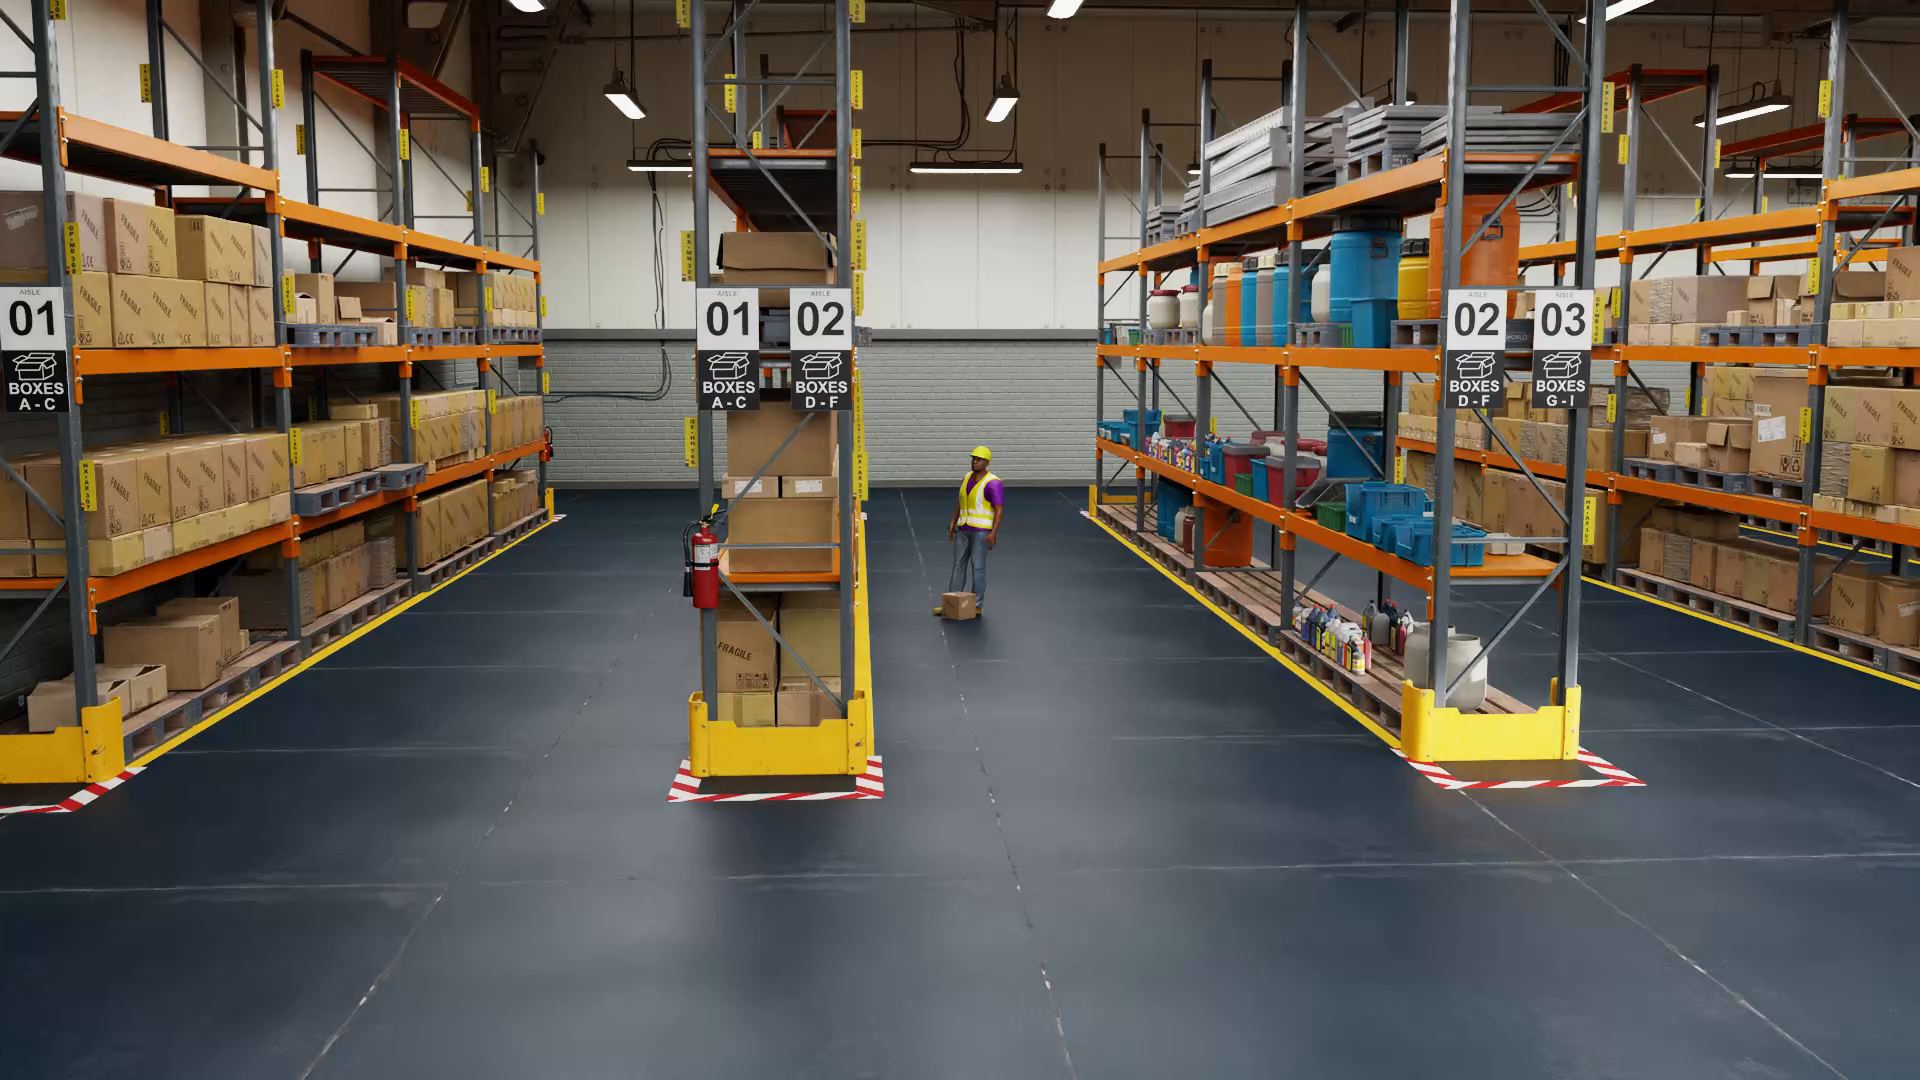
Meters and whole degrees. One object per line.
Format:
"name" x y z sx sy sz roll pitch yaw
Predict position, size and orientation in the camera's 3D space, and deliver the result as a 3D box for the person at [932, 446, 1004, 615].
"person" 0.102 -0.093 17.373 0.658 1.762 0.574 7 9 44
